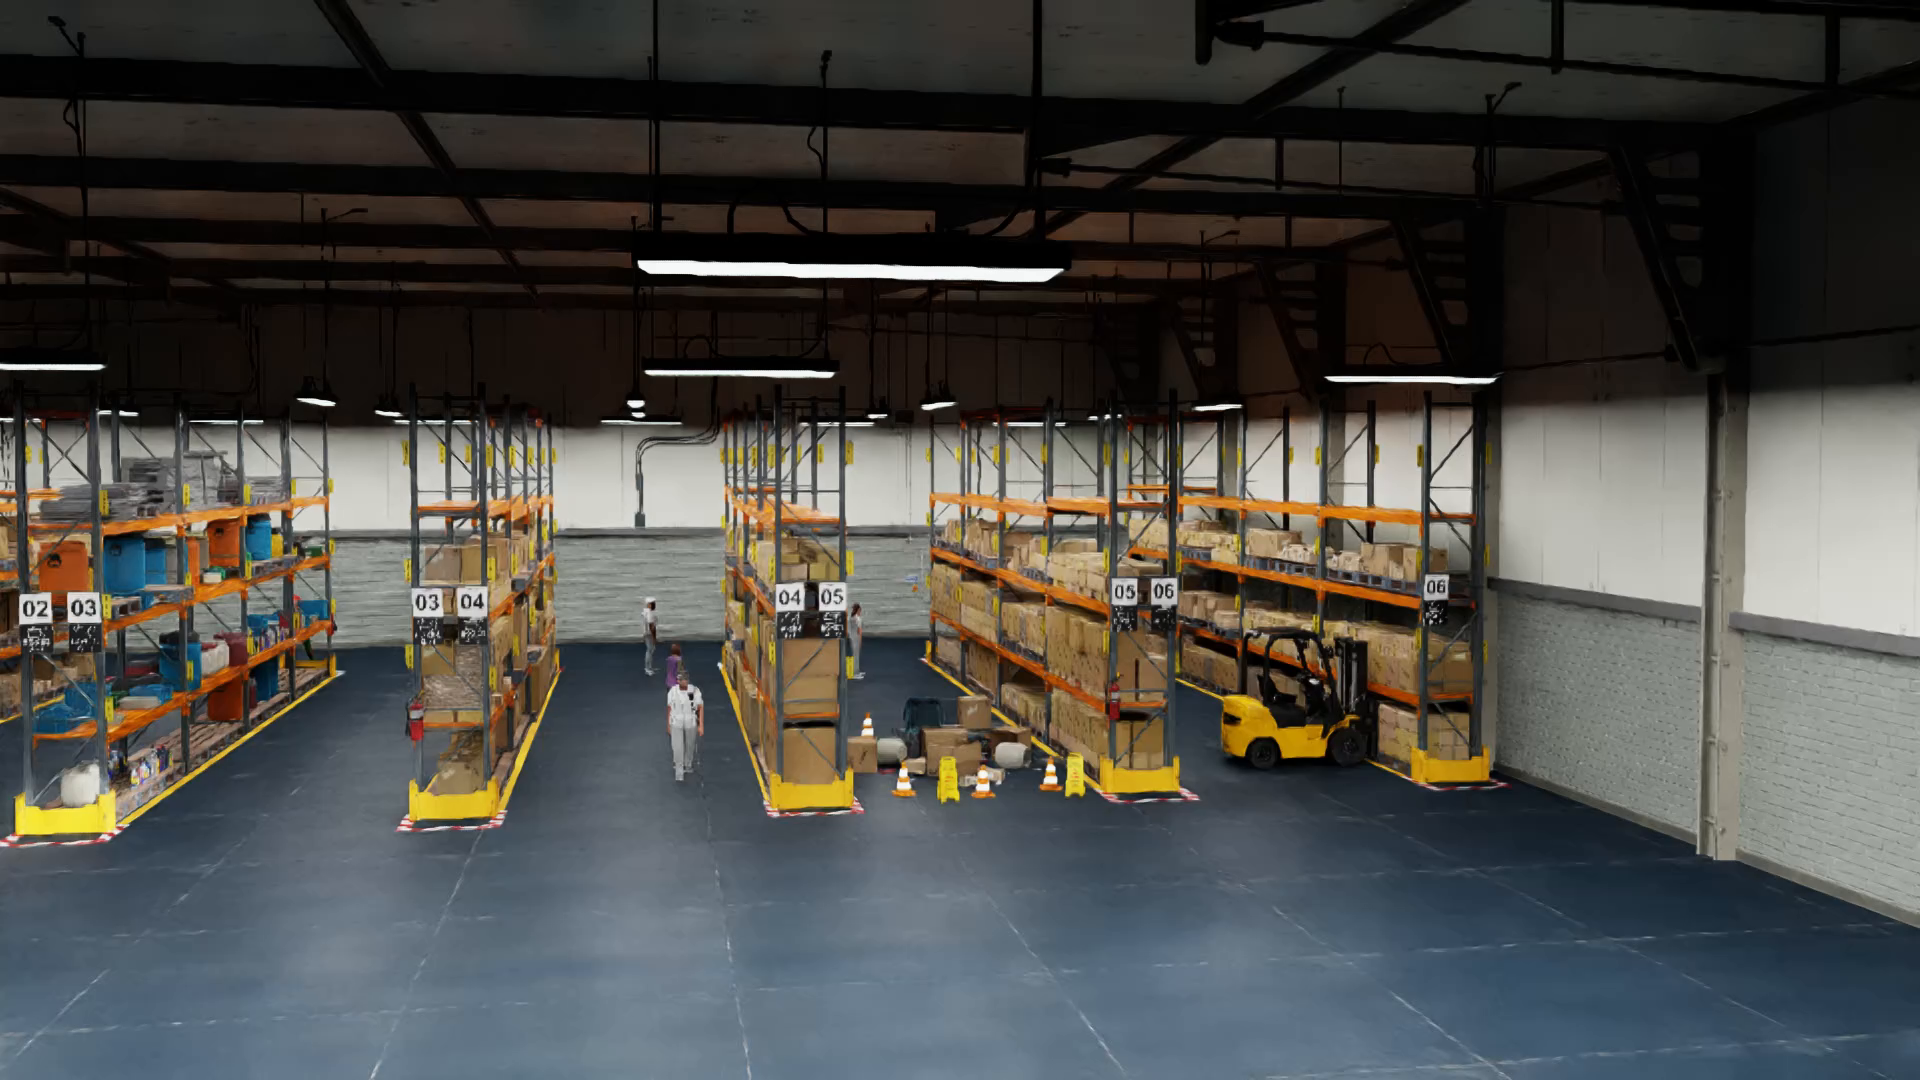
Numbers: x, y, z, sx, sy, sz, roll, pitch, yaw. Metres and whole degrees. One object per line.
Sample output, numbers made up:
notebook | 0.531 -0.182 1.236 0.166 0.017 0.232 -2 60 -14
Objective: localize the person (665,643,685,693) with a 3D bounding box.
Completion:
person | -5.134 2.663 30.149 0.399 1.601 0.469 -3 4 -42

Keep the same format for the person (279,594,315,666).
person | -15.699 2.147 39.433 0.591 1.746 0.979 1 3 11

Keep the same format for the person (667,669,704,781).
person | -4.248 2.841 25.736 0.556 1.700 1.030 -1 3 -11

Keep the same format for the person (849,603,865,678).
person | -2.293 2.253 37.444 0.458 1.677 0.533 -1 3 -27

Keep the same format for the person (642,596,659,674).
person | -7.081 2.168 38.158 0.390 1.766 0.669 -1 3 -22
